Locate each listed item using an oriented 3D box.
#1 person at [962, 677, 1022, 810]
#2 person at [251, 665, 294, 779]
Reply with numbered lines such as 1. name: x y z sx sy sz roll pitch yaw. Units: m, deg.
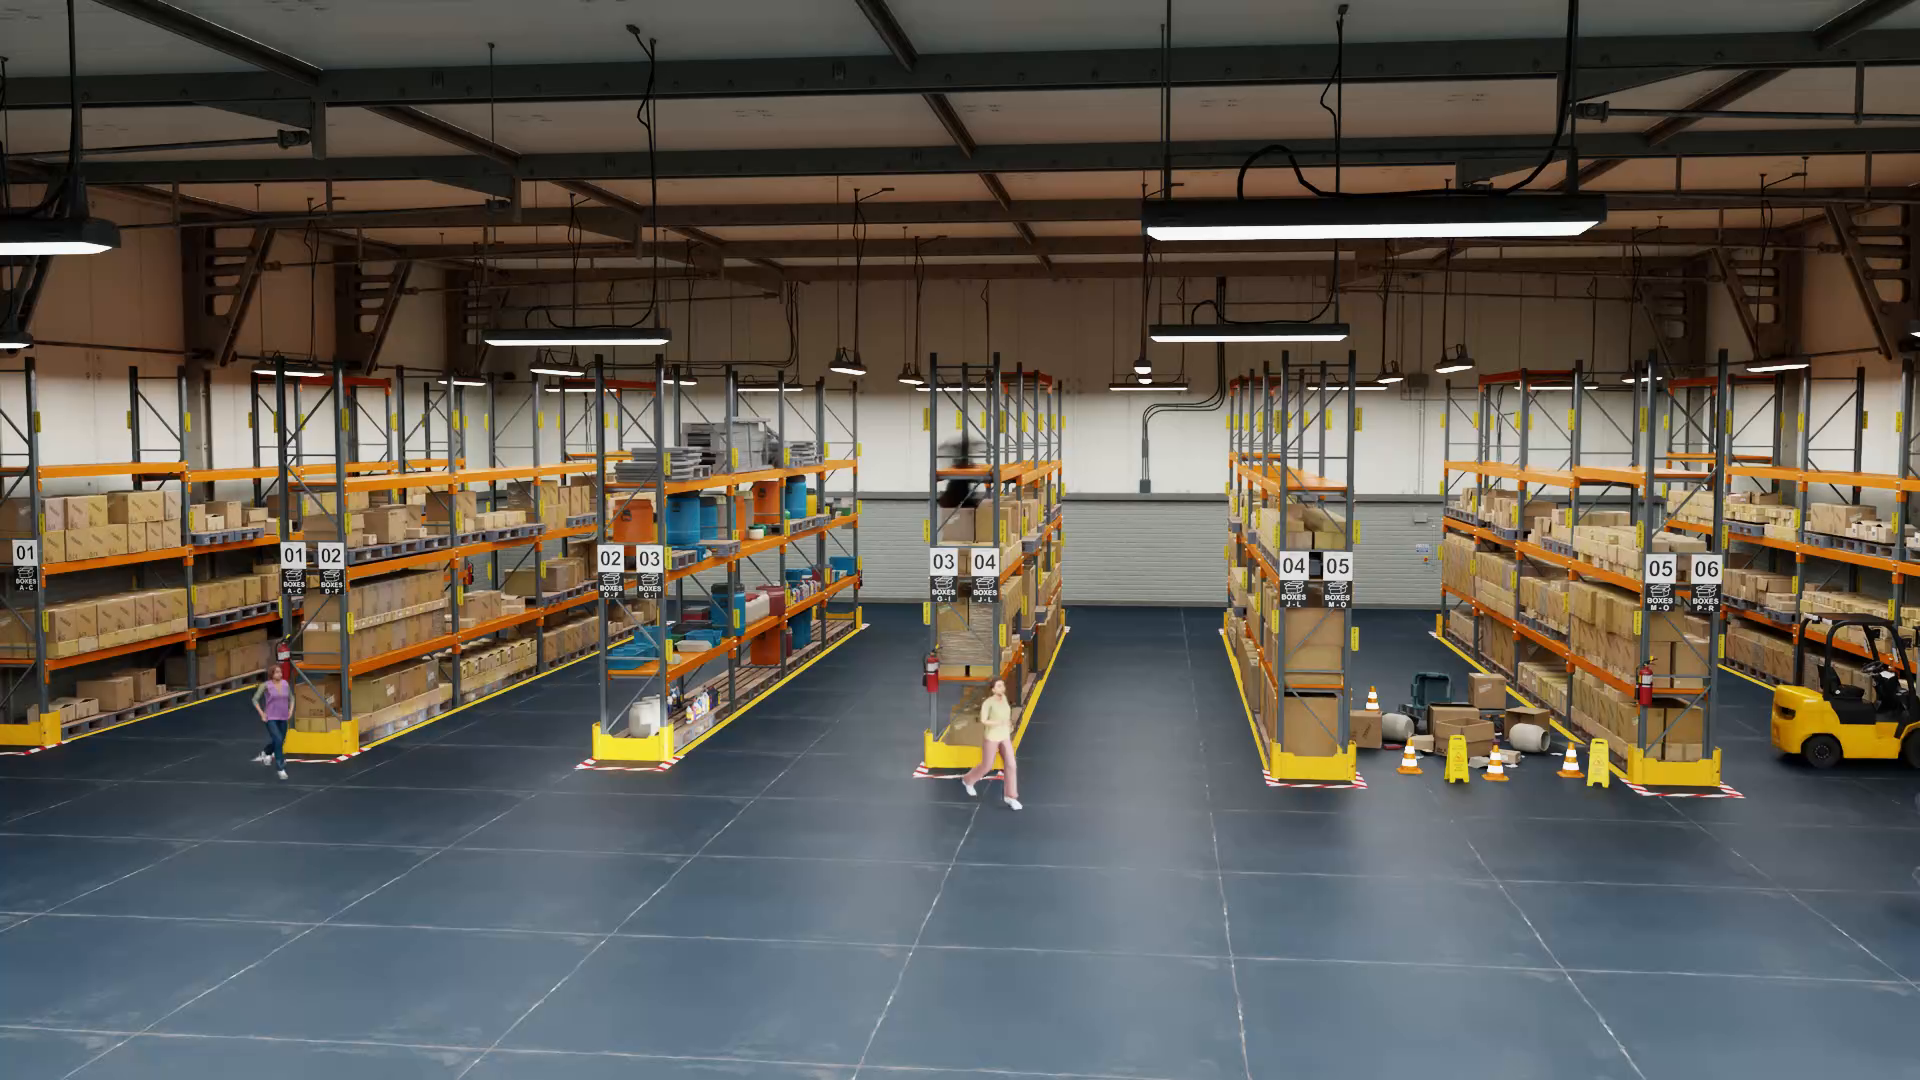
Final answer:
1. person: 0.446 2.626 21.762 0.583 1.689 0.968 -3 5 -41
2. person: -9.740 2.559 23.610 0.783 1.602 0.562 3 5 39
